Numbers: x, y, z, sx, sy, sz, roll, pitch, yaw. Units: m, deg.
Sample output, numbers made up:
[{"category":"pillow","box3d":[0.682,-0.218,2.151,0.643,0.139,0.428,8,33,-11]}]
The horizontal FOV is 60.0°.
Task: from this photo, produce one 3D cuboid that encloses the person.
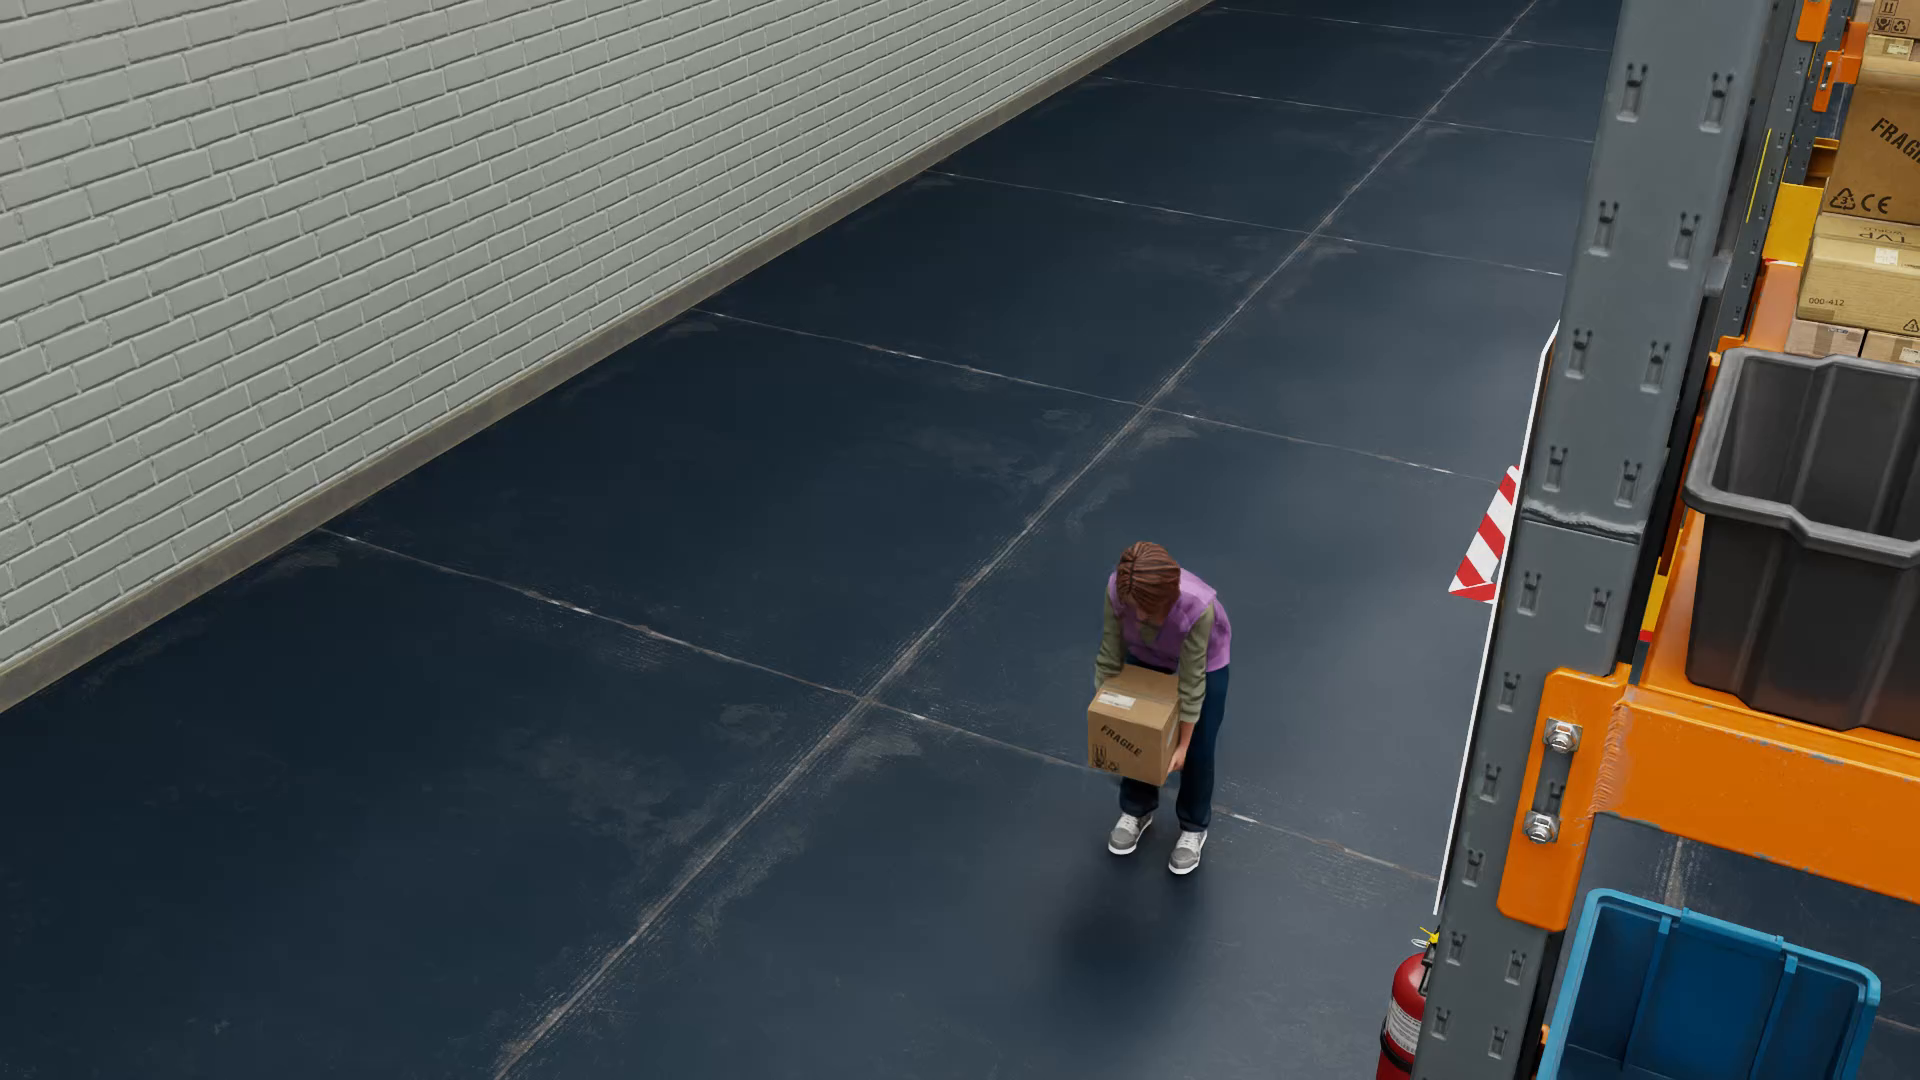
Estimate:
[{"category":"person","box3d":[0.641,0.530,5.416,0.377,1.424,0.690,14,33,22]}]
